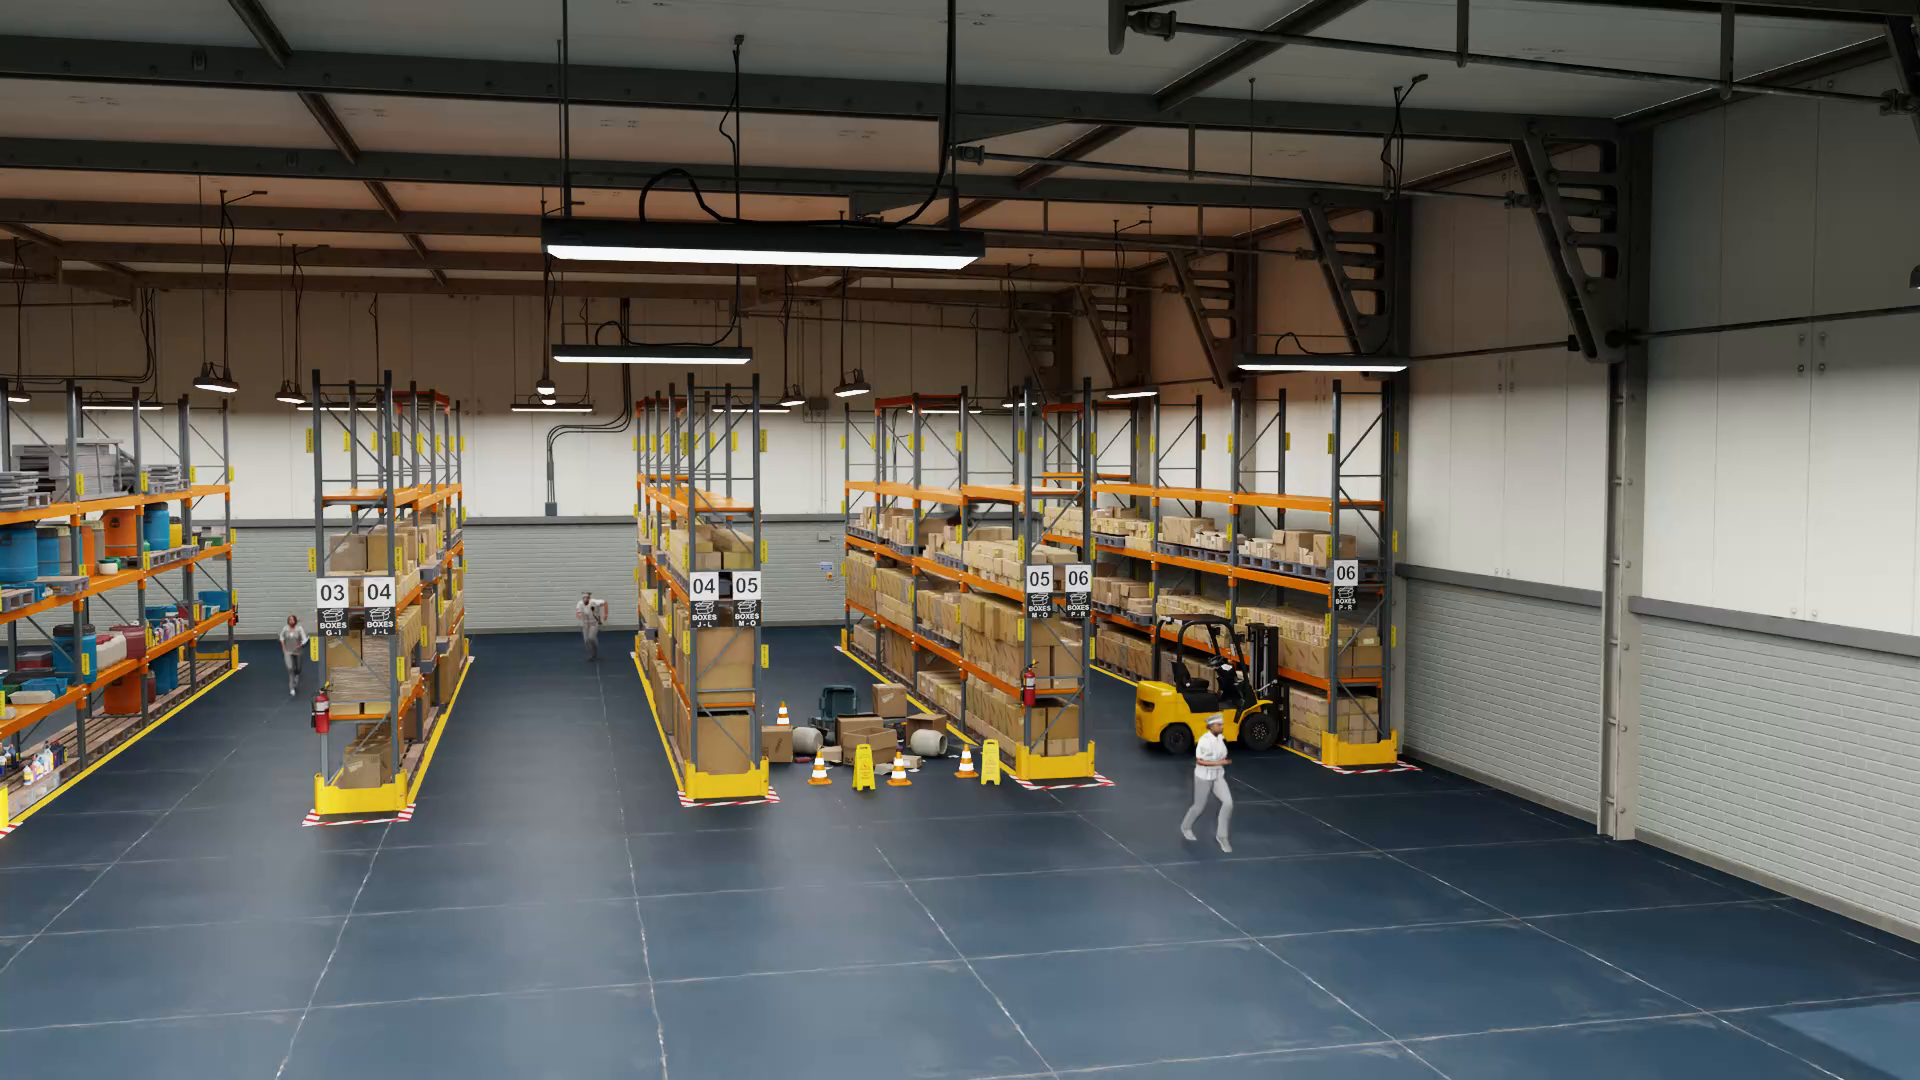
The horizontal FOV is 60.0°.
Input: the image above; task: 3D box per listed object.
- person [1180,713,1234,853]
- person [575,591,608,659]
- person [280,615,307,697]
[{"bbox_3d":[3.066,2.979,20.634,0.599,1.735,0.846,-3,4,-40],"label":"person"},{"bbox_3d":[-8.505,1.967,38.394,0.693,1.616,0.939,0,3,7],"label":"person"},{"bbox_3d":[-13.375,2.297,33.394,0.508,1.601,1.019,-1,4,-24],"label":"person"}]
